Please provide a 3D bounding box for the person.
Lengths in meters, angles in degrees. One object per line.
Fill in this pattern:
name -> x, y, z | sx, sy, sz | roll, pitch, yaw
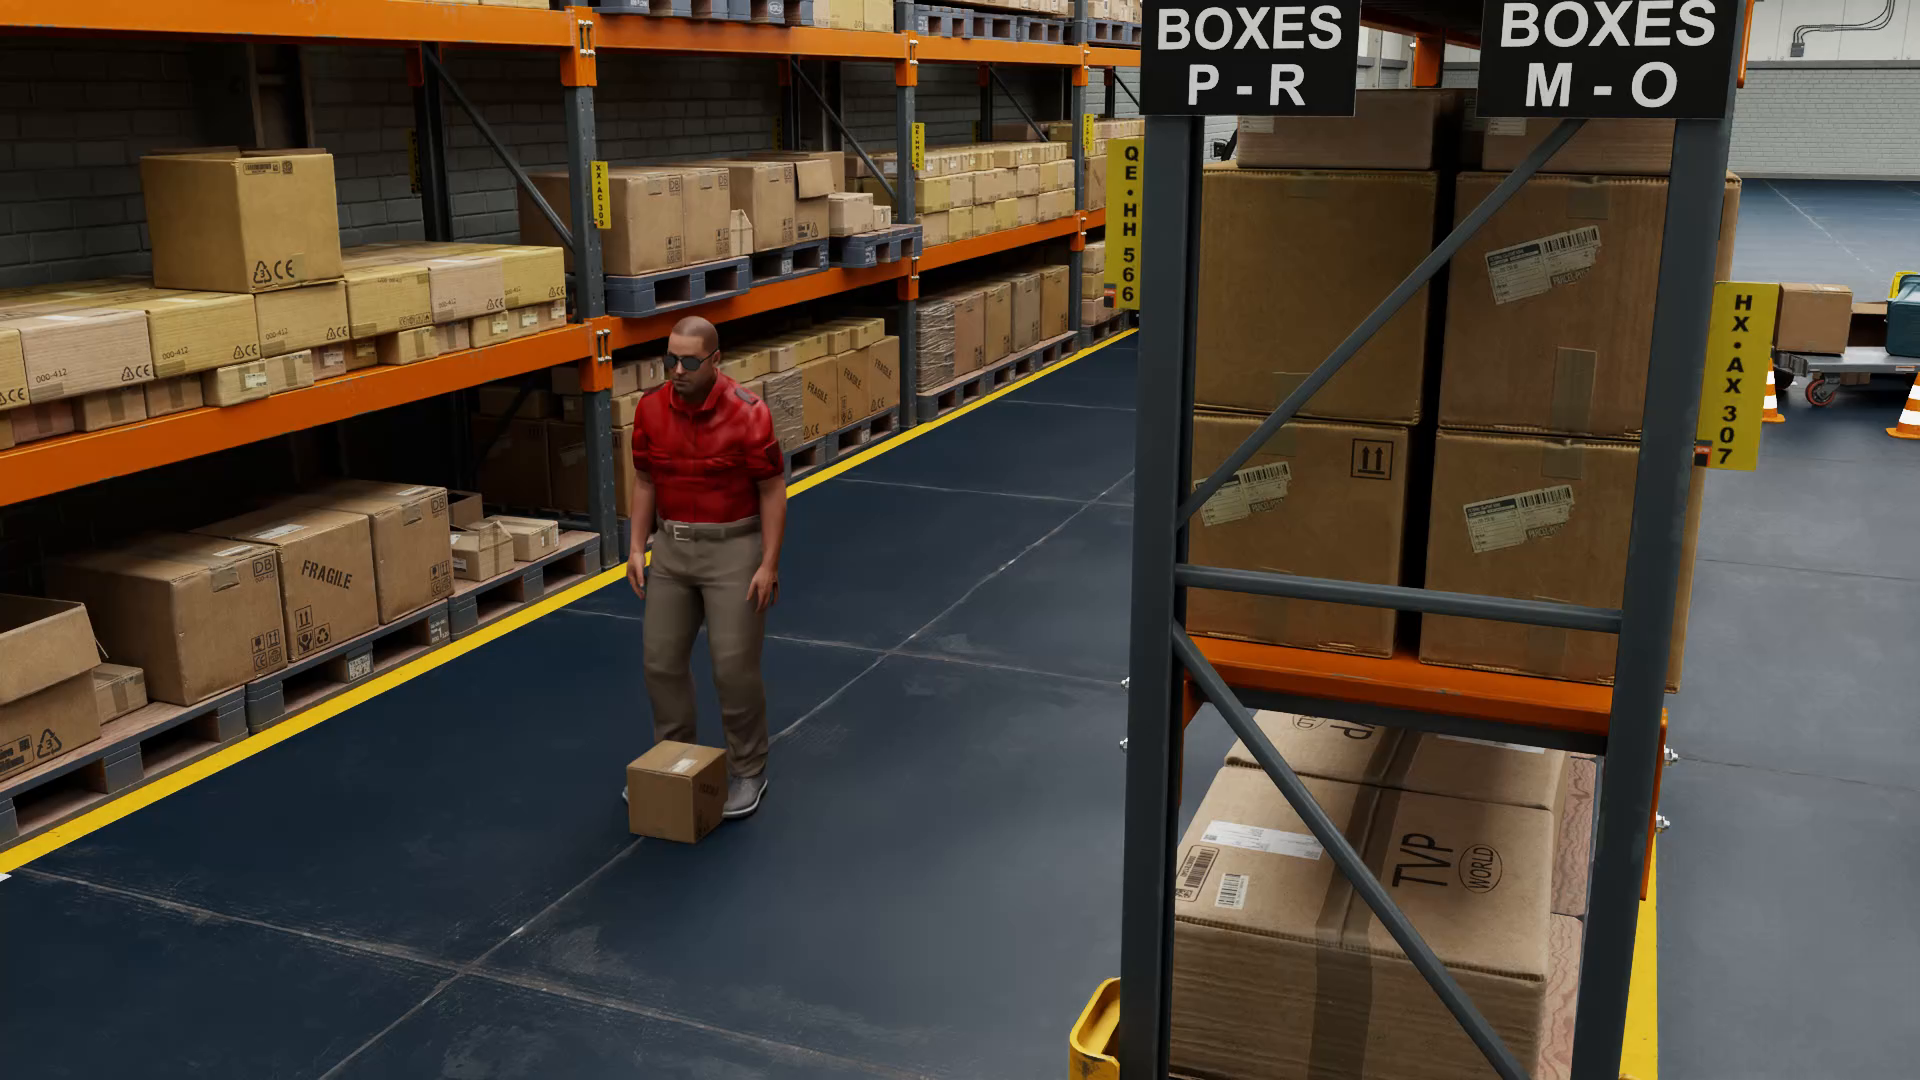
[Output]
person -> -0.883, 0.083, 5.747 | 0.584, 1.725, 0.391 | 5, 16, 19
